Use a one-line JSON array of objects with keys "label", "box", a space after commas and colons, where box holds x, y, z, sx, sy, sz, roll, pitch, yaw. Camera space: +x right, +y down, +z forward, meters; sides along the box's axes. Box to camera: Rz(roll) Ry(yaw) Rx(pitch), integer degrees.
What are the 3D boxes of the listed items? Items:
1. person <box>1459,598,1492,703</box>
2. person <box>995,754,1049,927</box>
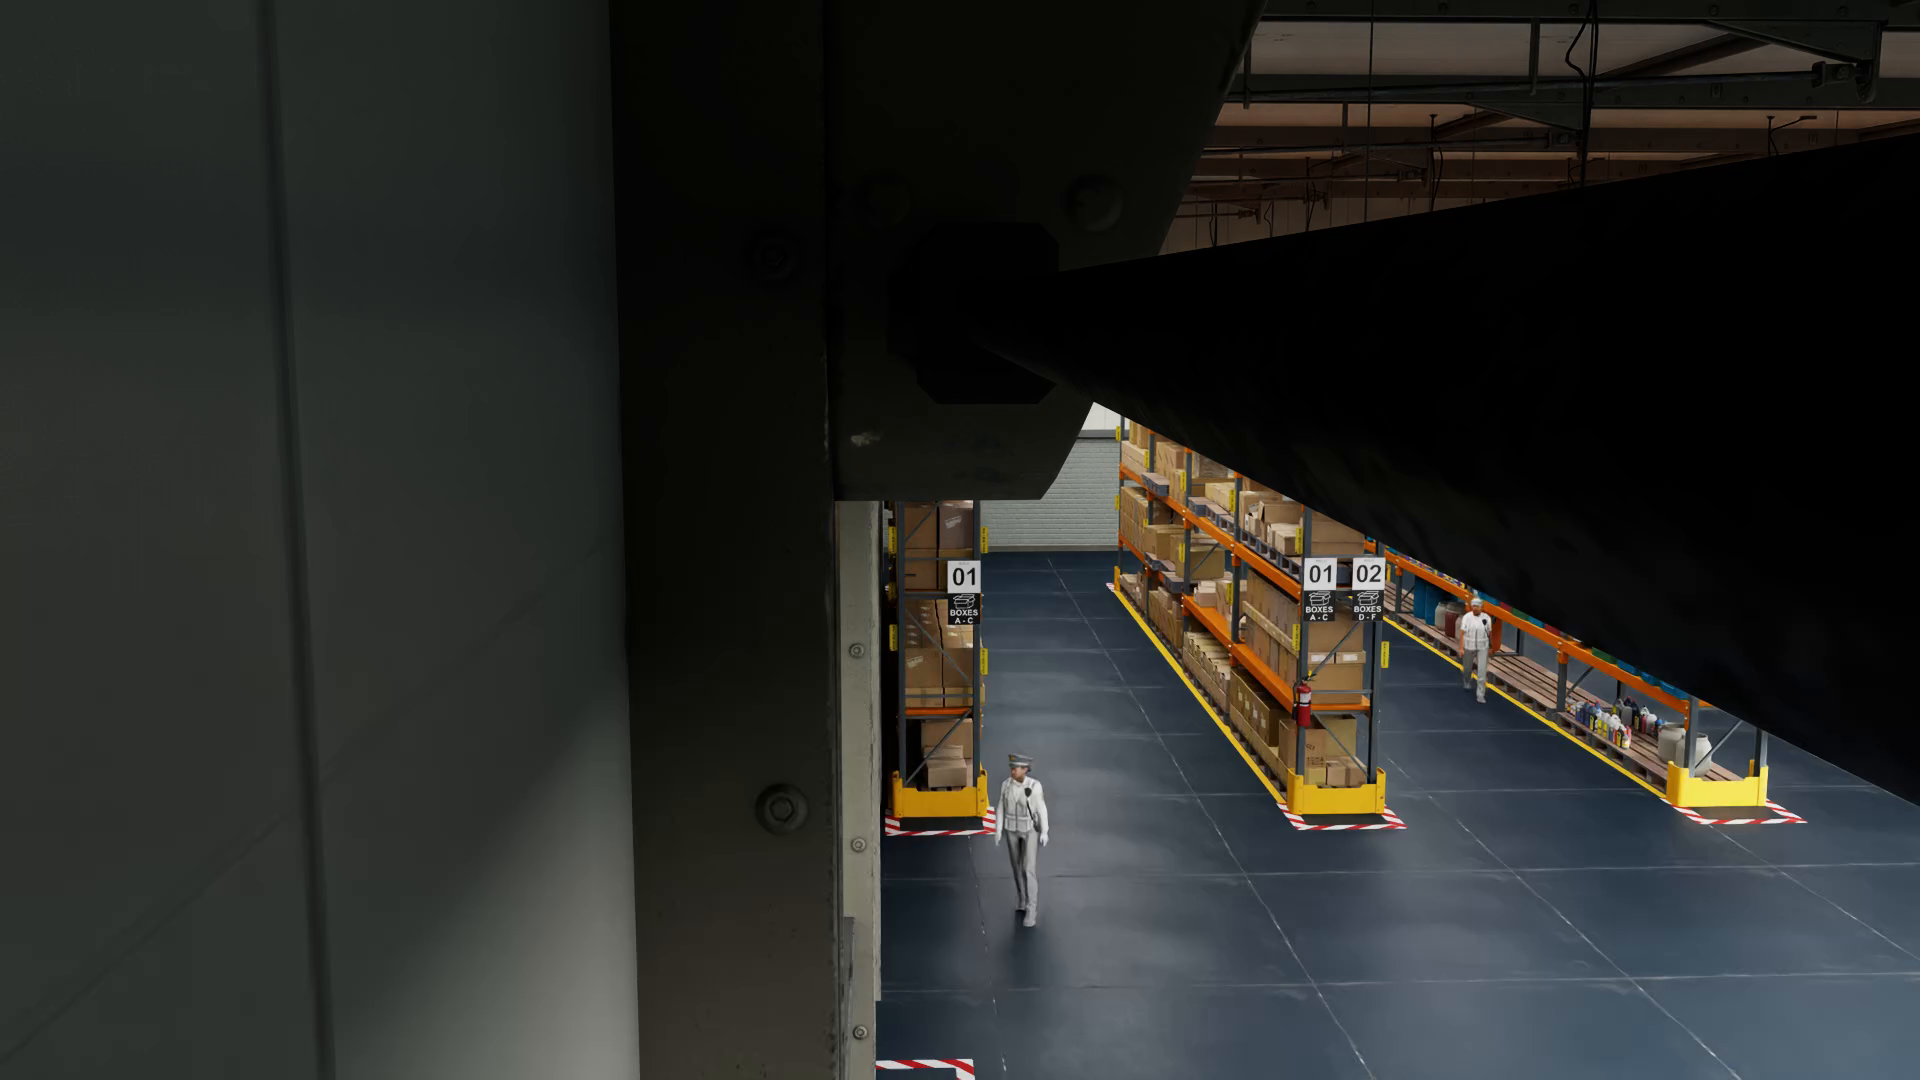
[{"label": "person", "box": [8.226, 1.716, 26.516, 0.517, 1.603, 0.996, 2, 9, 15]}, {"label": "person", "box": [0.602, 3.050, 17.158, 0.564, 1.679, 0.658, 4, 9, 24]}]
